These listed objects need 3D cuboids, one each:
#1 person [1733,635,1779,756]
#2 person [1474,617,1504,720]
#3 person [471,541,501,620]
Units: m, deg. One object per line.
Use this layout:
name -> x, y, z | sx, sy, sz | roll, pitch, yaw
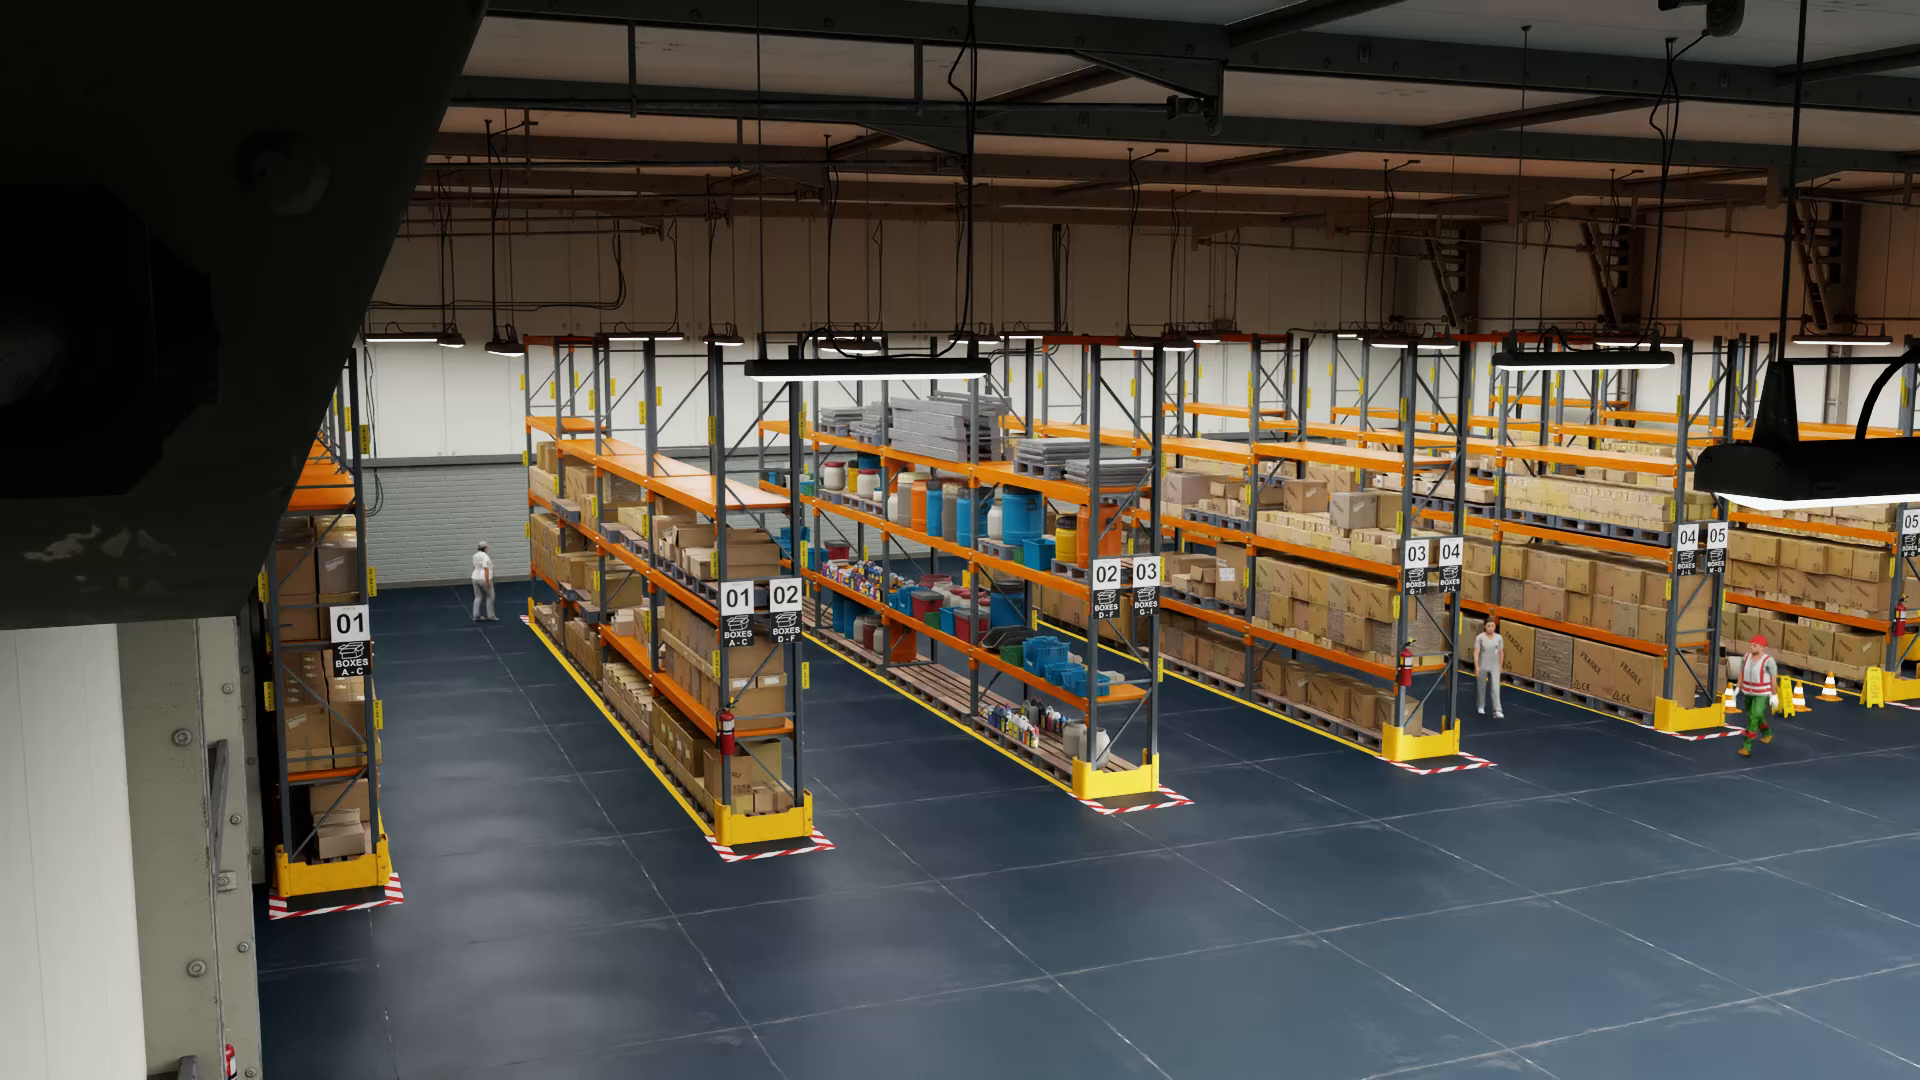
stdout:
person -> 11.648, 2.240, 24.301 | 1.046, 1.752, 0.607 | -5, 9, -34
person -> 8.353, 2.024, 26.275 | 0.466, 1.614, 1.074 | 2, 8, 14
person -> -10.018, 0.876, 34.979 | 0.529, 1.702, 0.546 | 5, 9, 34
